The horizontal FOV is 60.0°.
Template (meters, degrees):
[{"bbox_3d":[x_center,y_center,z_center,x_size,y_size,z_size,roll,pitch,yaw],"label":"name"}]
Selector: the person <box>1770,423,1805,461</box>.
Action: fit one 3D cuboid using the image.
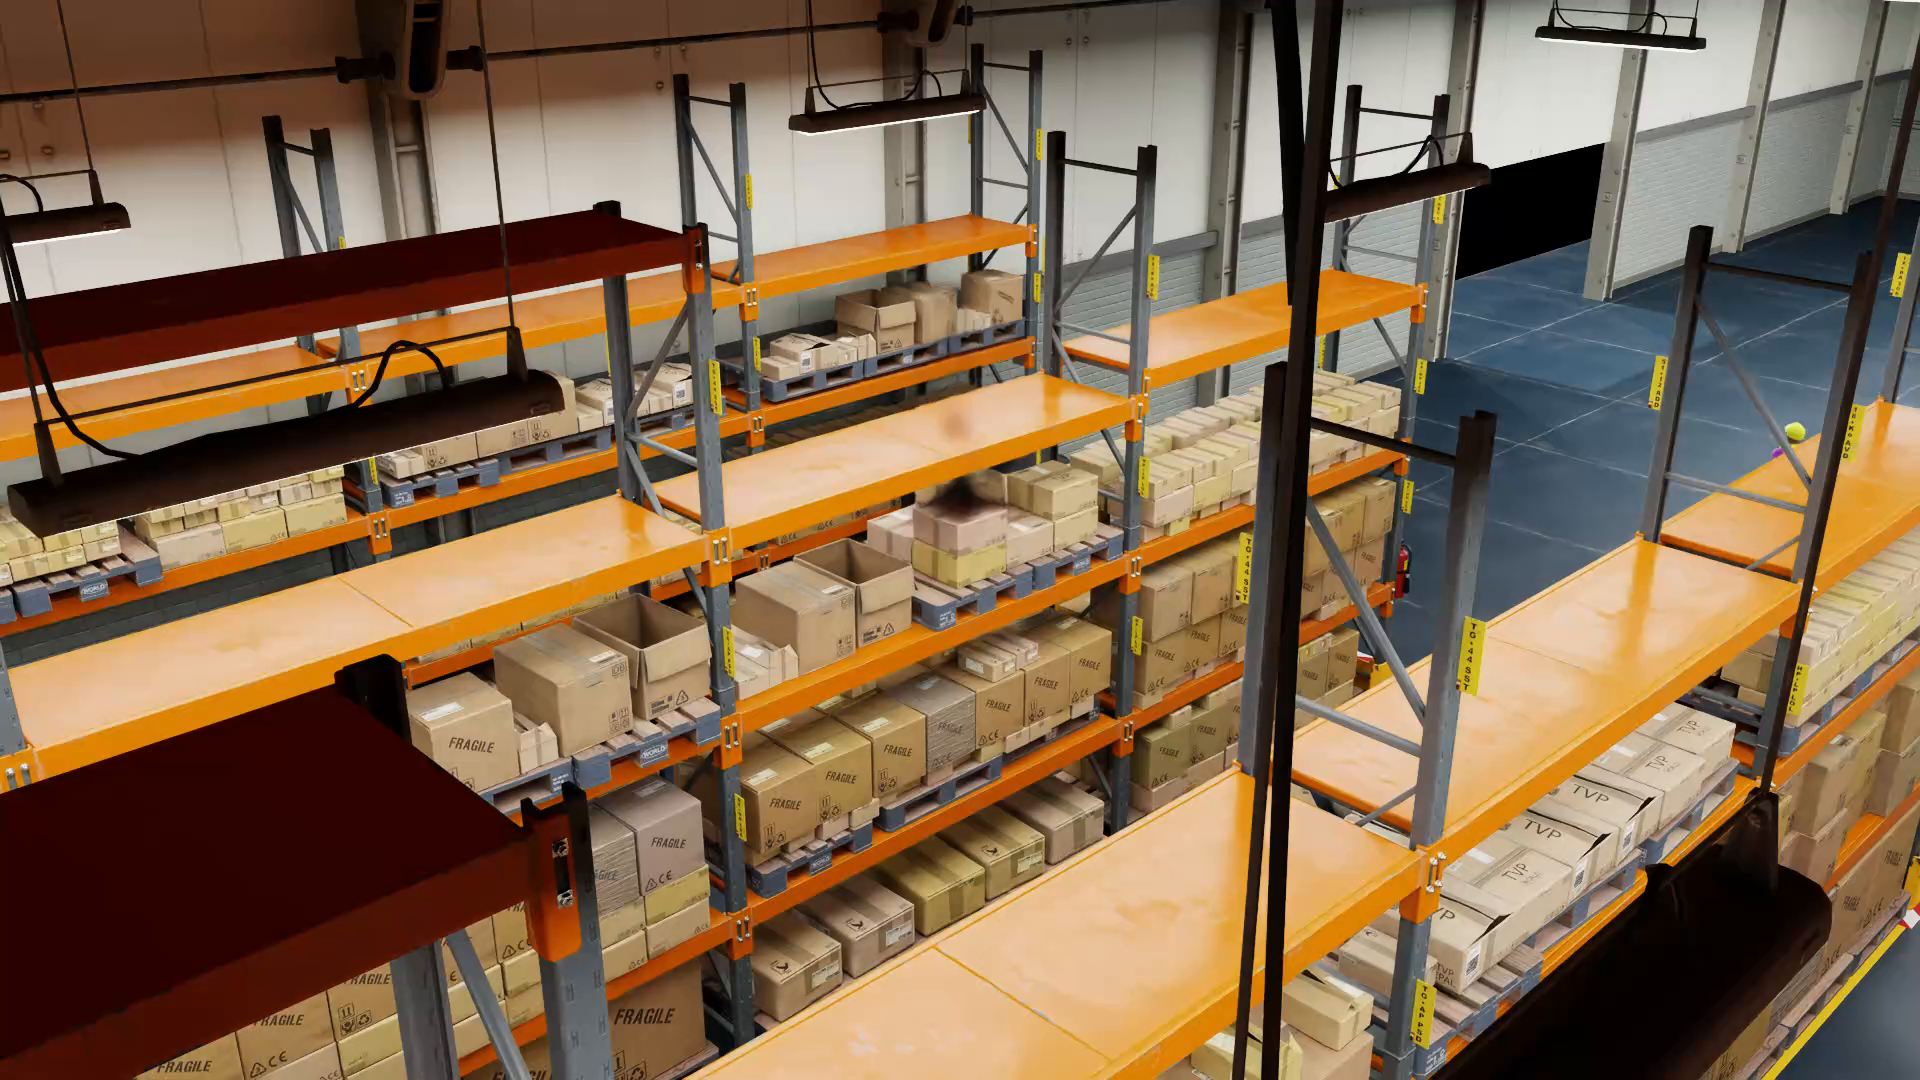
[{"bbox_3d":[9.925,-0.559,19.970,0.669,1.758,1.111,3,23,6],"label":"person"}]
